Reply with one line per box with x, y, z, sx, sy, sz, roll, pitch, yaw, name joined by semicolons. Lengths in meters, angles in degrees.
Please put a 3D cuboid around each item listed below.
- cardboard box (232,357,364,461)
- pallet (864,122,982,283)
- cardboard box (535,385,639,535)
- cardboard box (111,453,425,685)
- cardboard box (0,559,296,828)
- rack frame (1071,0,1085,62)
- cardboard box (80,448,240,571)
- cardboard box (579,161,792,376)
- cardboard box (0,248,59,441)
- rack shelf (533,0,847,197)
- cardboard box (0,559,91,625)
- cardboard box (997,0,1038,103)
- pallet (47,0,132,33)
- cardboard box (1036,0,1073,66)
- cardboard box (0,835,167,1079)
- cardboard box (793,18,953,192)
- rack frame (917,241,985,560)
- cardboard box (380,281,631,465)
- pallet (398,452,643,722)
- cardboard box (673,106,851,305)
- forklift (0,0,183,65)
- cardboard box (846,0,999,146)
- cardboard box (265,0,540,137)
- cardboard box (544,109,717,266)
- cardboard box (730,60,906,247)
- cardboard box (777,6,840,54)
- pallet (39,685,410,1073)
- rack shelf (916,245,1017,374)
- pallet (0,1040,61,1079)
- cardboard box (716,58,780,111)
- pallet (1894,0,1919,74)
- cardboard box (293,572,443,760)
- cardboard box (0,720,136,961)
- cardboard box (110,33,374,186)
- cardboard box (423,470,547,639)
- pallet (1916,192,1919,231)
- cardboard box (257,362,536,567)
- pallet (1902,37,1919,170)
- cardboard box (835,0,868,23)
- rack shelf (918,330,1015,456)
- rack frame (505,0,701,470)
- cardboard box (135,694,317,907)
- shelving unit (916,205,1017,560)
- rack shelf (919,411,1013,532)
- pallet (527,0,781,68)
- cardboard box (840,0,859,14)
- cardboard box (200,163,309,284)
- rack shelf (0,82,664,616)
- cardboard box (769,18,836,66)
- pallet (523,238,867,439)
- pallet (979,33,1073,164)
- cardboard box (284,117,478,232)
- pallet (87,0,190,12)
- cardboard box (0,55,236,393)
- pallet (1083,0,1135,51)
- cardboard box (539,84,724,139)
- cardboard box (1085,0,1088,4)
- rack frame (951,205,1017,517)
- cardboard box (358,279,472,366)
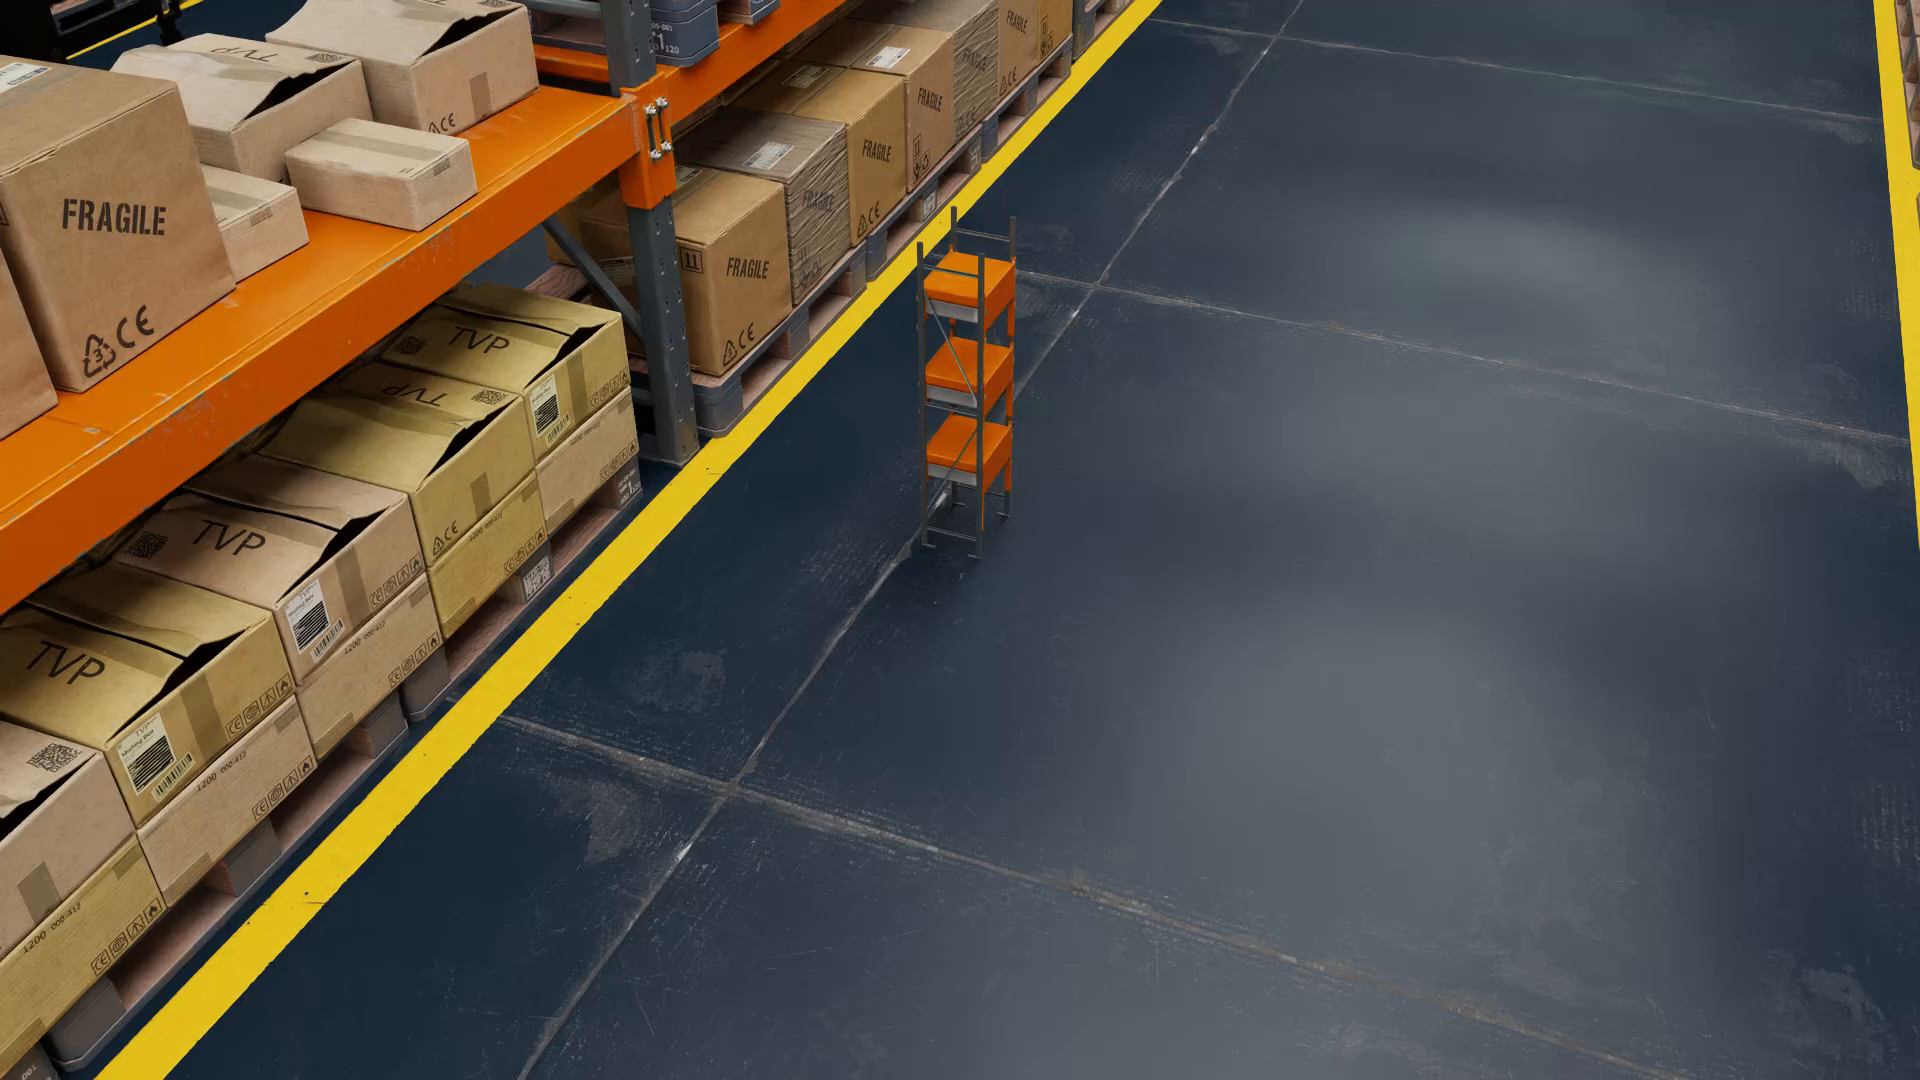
-2.032;-0.361;4.705;0.500;0.311;0.500;13;39;17;cardboard box
-0.584;-1.546;7.143;1.003;0.211;1.213;14;39;18;pallet
-1.343;-0.306;5.099;0.500;0.250;0.500;15;39;19;cardboard box
-1.727;0.037;4.172;0.500;0.311;0.500;14;39;17;cardboard box
-1.919;0.314;3.802;0.500;0.311;0.500;15;39;19;cardboard box
0.153;-3.800;7.829;1.000;3.000;0.127;14;39;18;rack frame
-2.228;-0.079;4.328;0.500;0.311;0.500;13;39;17;cardboard box
-0.931;-0.947;5.733;0.500;0.500;0.500;15;39;20;cardboard box
-2.192;-0.401;3.198;0.500;0.500;0.500;14;39;18;cardboard box
-0.608;-2.405;6.563;1.077;0.370;4.000;14;39;18;rack shelf
-2.423;0.205;3.947;0.500;0.311;0.500;13;39;17;cardboard box
0.035;-2.365;7.629;0.500;0.500;0.500;14;39;18;cardboard box
-5.116;-2.687;8.669;1.003;0.211;1.213;14;39;18;pallet
0.231;-2.637;7.993;0.500;0.500;0.500;14;39;17;cardboard box
-2.118;0.825;3.586;0.500;0.250;0.500;13;39;16;cardboard box
-0.348;-1.805;6.880;0.500;0.500;0.500;13;39;16;cardboard box
-0.026;-0.383;4.885;0.200;1.050;0.008;14;39;18;rack frame
-1.340;-0.531;4.932;0.500;0.311;0.500;15;39;19;cardboard box
-1.718;-0.022;5.103;1.003;0.211;1.213;14;39;18;pallet
-0.737;-1.239;6.122;0.500;0.500;0.500;12;39;16;cardboard box
-3.163;-1.845;5.270;1.130;2.935;3.031;13;39;16;forklift
-0.156;-2.087;7.258;0.500;0.500;0.500;14;39;18;cardboard box
-1.547;-1.358;4.636;0.500;0.311;0.500;16;40;21;cardboard box
-1.230;-1.332;6.247;0.500;0.500;0.500;15;39;20;cardboard box
-0.542;-1.515;6.492;0.500;0.500;0.500;13;39;17;cardboard box
-0.827;-2.232;6.824;0.500;0.250;0.500;13;39;17;cardboard box
-2.184;0.651;4.202;1.003;0.211;1.213;14;39;18;pallet
0.020;-0.669;4.812;0.215;0.259;0.240;14;39;18;rack shelf
-2.646;1.329;3.295;1.003;0.211;1.213;14;39;18;pallet
-1.033;-1.618;6.630;0.500;0.500;0.500;12;39;16;cardboard box
5.439;-2.647;8.615;1.003;0.211;1.213;14;39;18;pallet
-1.730;0.258;4.345;0.500;0.250;0.500;15;39;19;cardboard box
-2.112;0.603;3.416;0.500;0.311;0.500;13;39;16;cardboard box
-1.888;-1.099;4.289;0.500;0.311;0.500;13;39;17;cardboard box
-1.536;-0.019;4.716;0.500;0.250;0.500;13;39;17;cardboard box
4.401;-1.135;6.592;1.003;0.211;1.213;14;39;18;pallet
-1.532;-0.242;4.545;0.500;0.311;0.500;13;39;17;cardboard box
4.977;-1.969;7.708;1.003;0.211;1.213;14;39;18;pallet
-0.646;-2.190;7.395;0.500;0.500;0.500;14;39;18;cardboard box
0.020;-0.442;4.982;0.215;0.259;0.240;14;39;18;rack shelf
-1.369;-1.586;4.866;1.000;3.000;0.127;14;39;18;rack frame
-1.923;0.544;3.963;0.500;0.250;0.500;15;39;19;cardboard box
0.020;-0.450;4.975;0.215;1.050;0.252;14;39;18;shelving unit
0.020;-0.219;5.148;0.215;0.259;0.240;14;39;18;rack shelf
-1.176;-1.900;5.447;1.213;0.211;1.003;14;39;18;pallet
-0.637;-2.510;7.196;0.500;0.250;0.500;14;39;18;cardboard box
-1.802;-0.766;3.979;0.380;0.149;0.250;17;40;21;cardboard box
-2.130;-0.190;3.600;1.077;0.370;4.000;14;39;18;rack shelf
-0.839;-1.910;7.021;0.500;0.500;0.500;12;39;16;cardboard box
-1.050;-0.873;6.242;1.003;0.211;1.213;14;39;18;pallet
-0.121;-2.224;8.050;1.003;0.211;1.213;14;39;18;pallet
-1.455;-0.924;4.191;0.380;0.149;0.250;14;39;18;cardboard box
-4.653;-3.365;9.576;1.003;0.211;1.213;14;39;18;pallet
-1.992;-0.693;3.588;0.500;0.500;0.500;12;38;15;cardboard box
0.416;-3.063;9.172;1.003;0.211;1.213;14;39;18;pallet
-1.212;-1.664;6.065;0.500;0.250;0.500;15;39;19;cardboard box
0.513;-3.083;8.747;0.500;0.311;0.500;14;39;18;cardboard box
0.067;-0.518;5.066;0.200;1.050;0.008;14;39;18;rack frame
-1.839;-0.654;5.097;0.500;0.311;0.500;15;39;19;cardboard box
